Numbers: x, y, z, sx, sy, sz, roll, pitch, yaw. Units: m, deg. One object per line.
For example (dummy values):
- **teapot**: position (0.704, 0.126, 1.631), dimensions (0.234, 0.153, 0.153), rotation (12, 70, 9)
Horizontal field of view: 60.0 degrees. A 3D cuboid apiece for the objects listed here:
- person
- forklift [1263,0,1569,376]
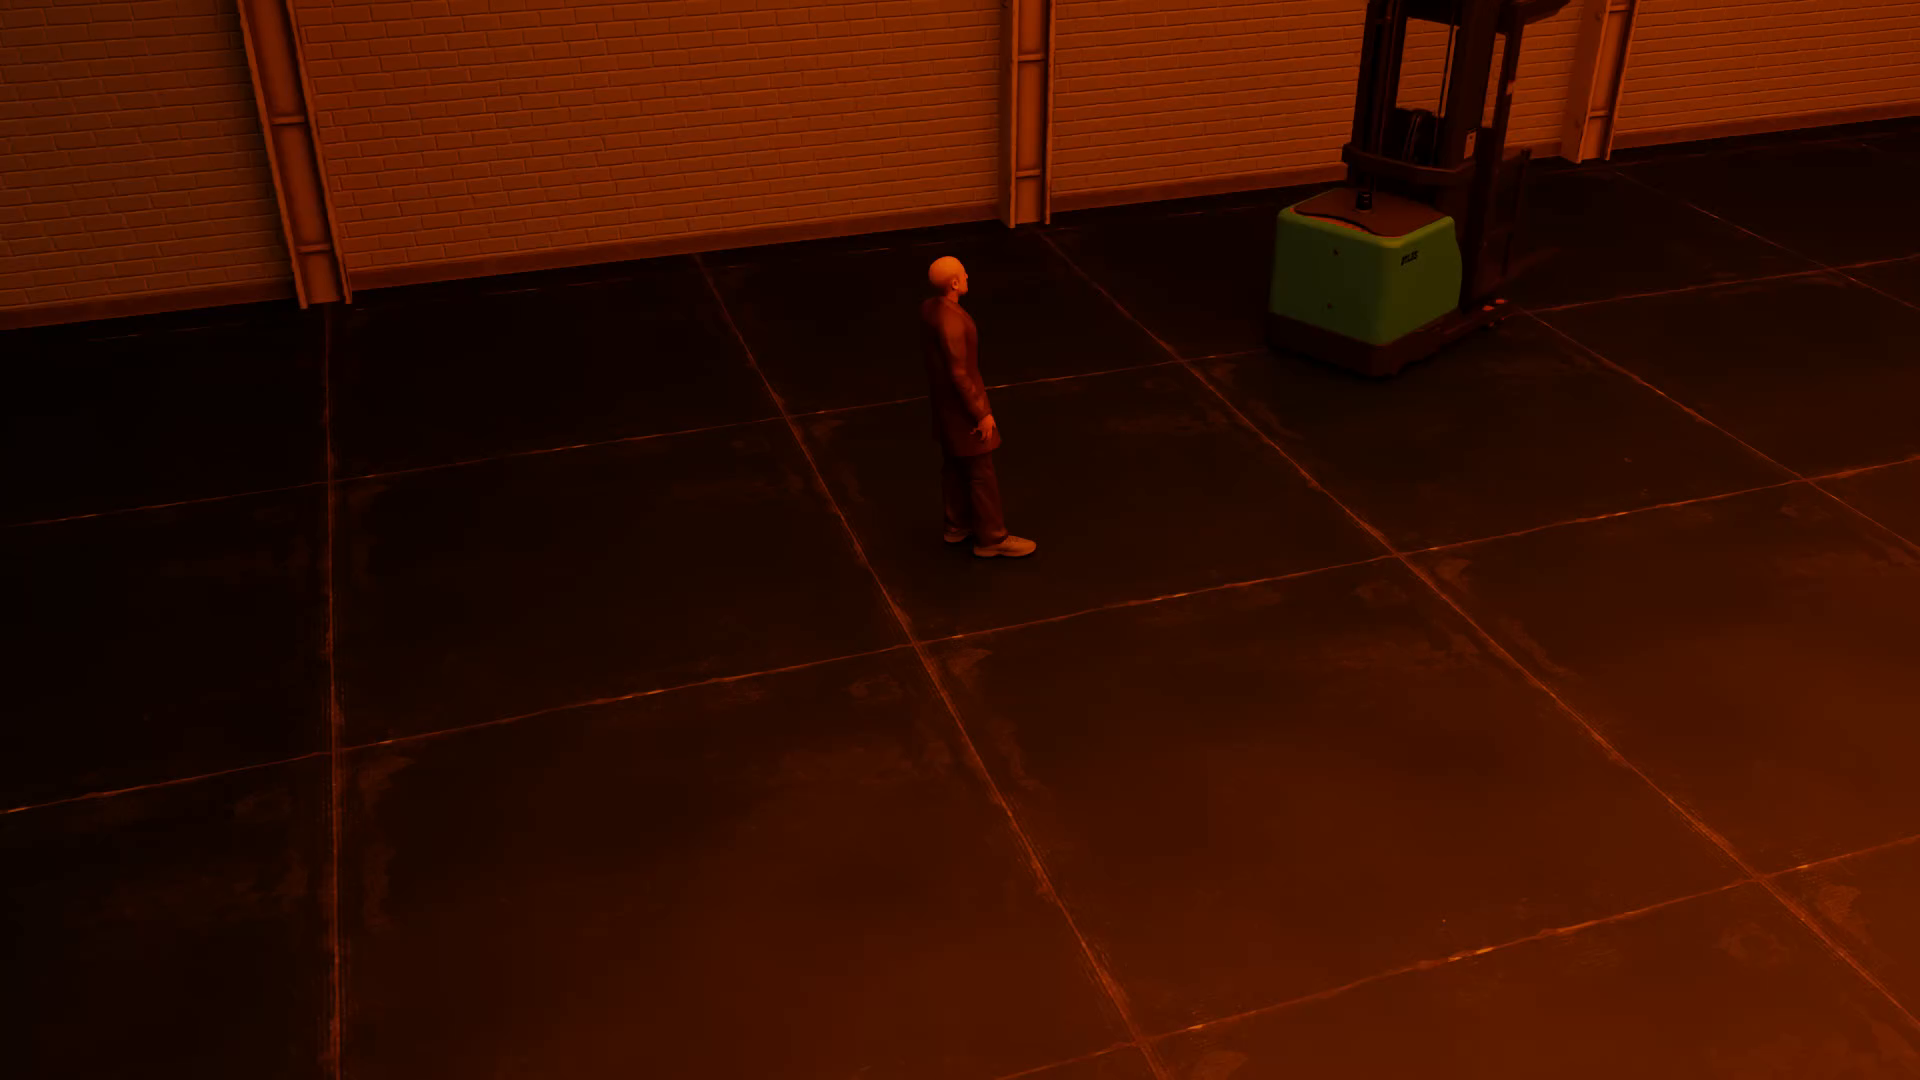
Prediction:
- **person**: position (0.088, -0.789, 9.600), dimensions (0.582, 1.776, 0.696), rotation (-10, 31, -16)
- **forklift**: position (3.673, -3.080, 12.440), dimensions (1.130, 2.935, 3.031), rotation (26, 39, 37)
